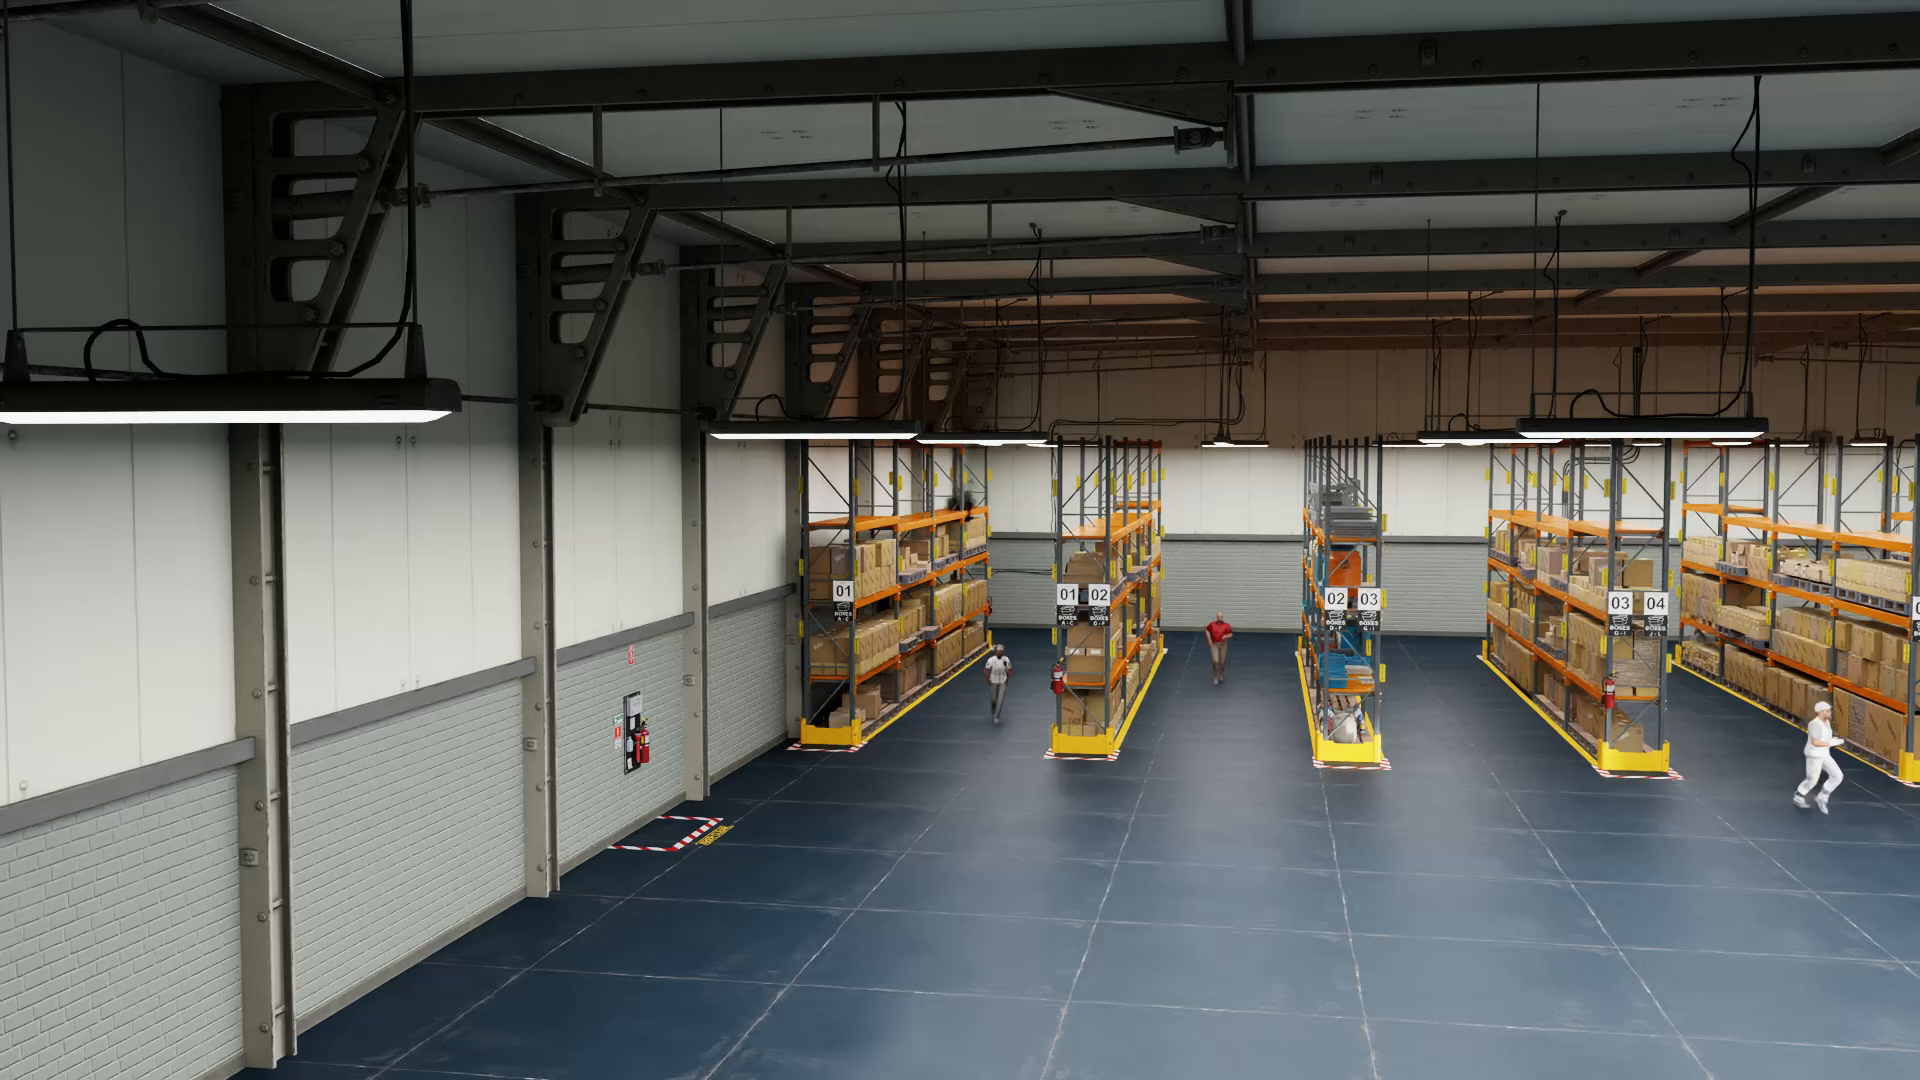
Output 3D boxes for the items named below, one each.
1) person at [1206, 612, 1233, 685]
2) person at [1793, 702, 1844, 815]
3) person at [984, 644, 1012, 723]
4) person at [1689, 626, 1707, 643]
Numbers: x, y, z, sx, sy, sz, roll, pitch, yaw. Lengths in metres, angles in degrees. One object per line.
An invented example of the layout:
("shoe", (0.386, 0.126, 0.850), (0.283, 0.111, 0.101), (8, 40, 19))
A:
("person", (6.376, 2.706, 40.886), (0.648, 1.729, 0.719), (0, 3, 5))
("person", (13.504, 3.419, 26.139), (0.697, 1.782, 0.801), (-2, 4, -38))
("person", (0.817, 3.011, 35.022), (0.591, 1.660, 0.496), (0, 3, -6))
("person", (20.346, 2.477, 45.732), (0.527, 1.570, 0.734), (2, 4, 39))
